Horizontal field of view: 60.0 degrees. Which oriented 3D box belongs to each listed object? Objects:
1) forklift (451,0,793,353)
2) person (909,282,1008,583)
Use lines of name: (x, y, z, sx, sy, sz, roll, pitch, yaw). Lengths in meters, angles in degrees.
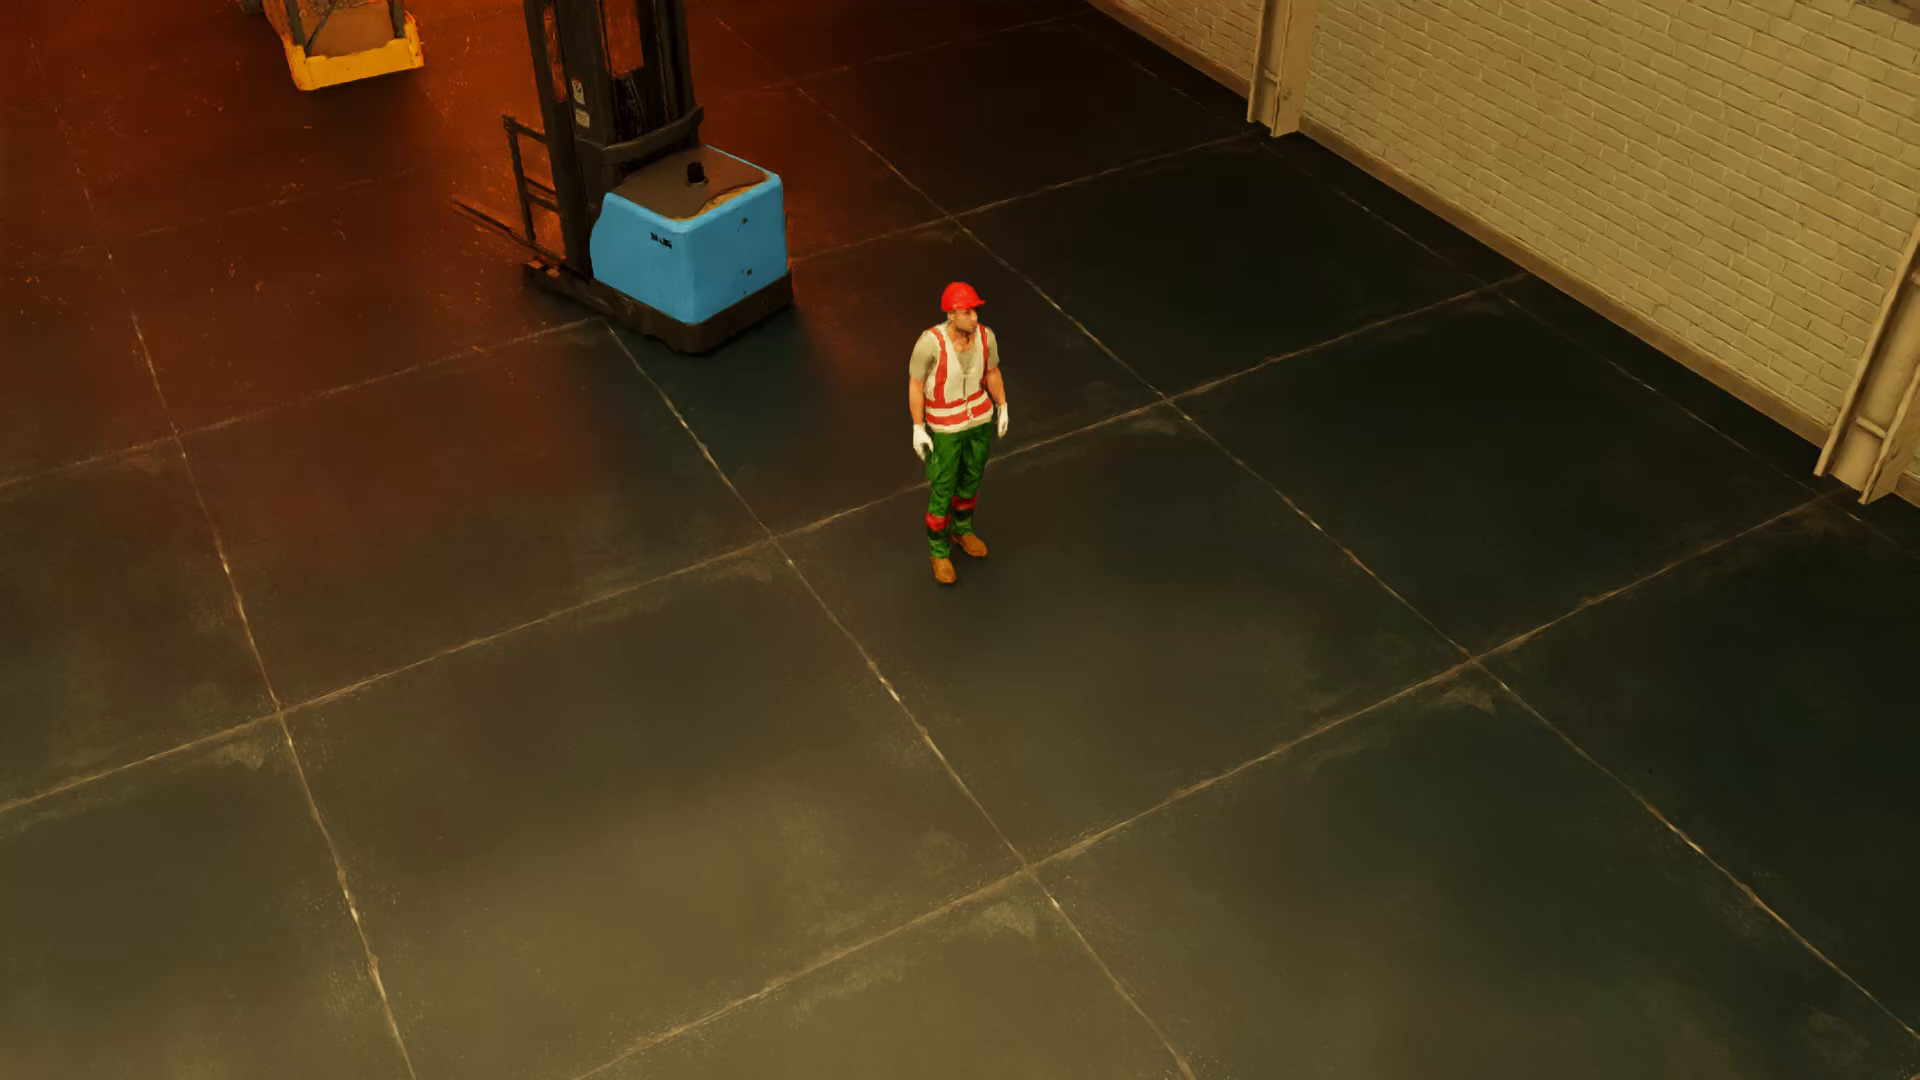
forklift: (-2.699, -3.247, 11.951, 3.031, 2.935, 1.130, 28, 47, 30)
person: (0.031, -0.644, 9.700, 0.637, 1.783, 0.563, -20, 44, -23)
